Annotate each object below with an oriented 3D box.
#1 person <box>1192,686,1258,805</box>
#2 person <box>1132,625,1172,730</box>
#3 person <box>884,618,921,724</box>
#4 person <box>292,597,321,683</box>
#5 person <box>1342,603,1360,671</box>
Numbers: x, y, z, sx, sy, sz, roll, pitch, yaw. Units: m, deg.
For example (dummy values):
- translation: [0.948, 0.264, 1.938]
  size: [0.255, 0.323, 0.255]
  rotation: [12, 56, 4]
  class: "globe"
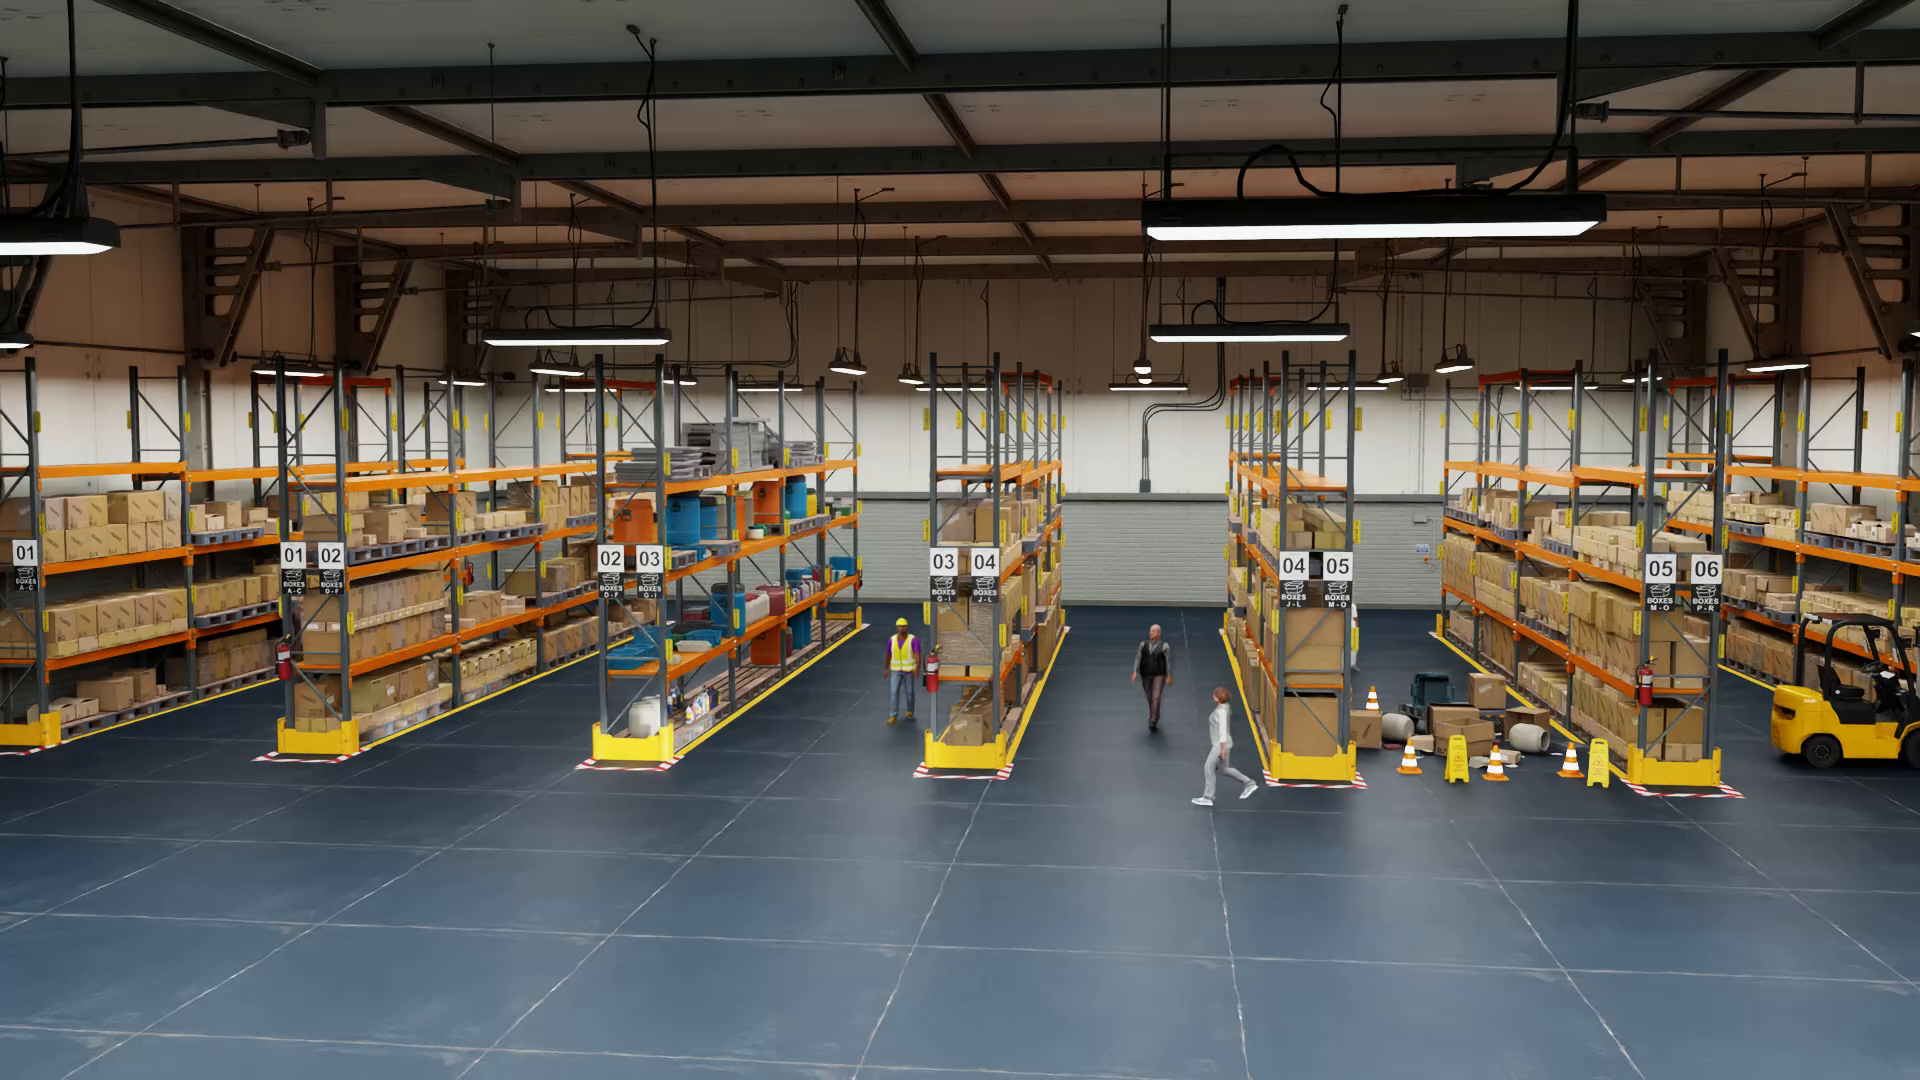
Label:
- translation: [3.454, 2.678, 21.653]
  size: [0.842, 1.555, 0.416]
  rotation: [1, 4, 10]
  class: "person"
- translation: [3.138, 2.230, 27.268]
  size: [0.587, 1.659, 1.055]
  rotation: [2, 4, 25]
  class: "person"
- translation: [-0.978, 2.163, 27.687]
  size: [0.656, 1.699, 1.050]
  rotation: [1, 4, 10]
  class: "person"
- translation: [-12.312, 1.922, 31.298]
  size: [0.724, 1.748, 0.734]
  rotation: [0, 4, 0]
  class: "person"
- translation: [7.708, 1.834, 33.185]
  size: [0.536, 1.660, 0.506]
  rotation: [0, 4, 3]
  class: "person"
